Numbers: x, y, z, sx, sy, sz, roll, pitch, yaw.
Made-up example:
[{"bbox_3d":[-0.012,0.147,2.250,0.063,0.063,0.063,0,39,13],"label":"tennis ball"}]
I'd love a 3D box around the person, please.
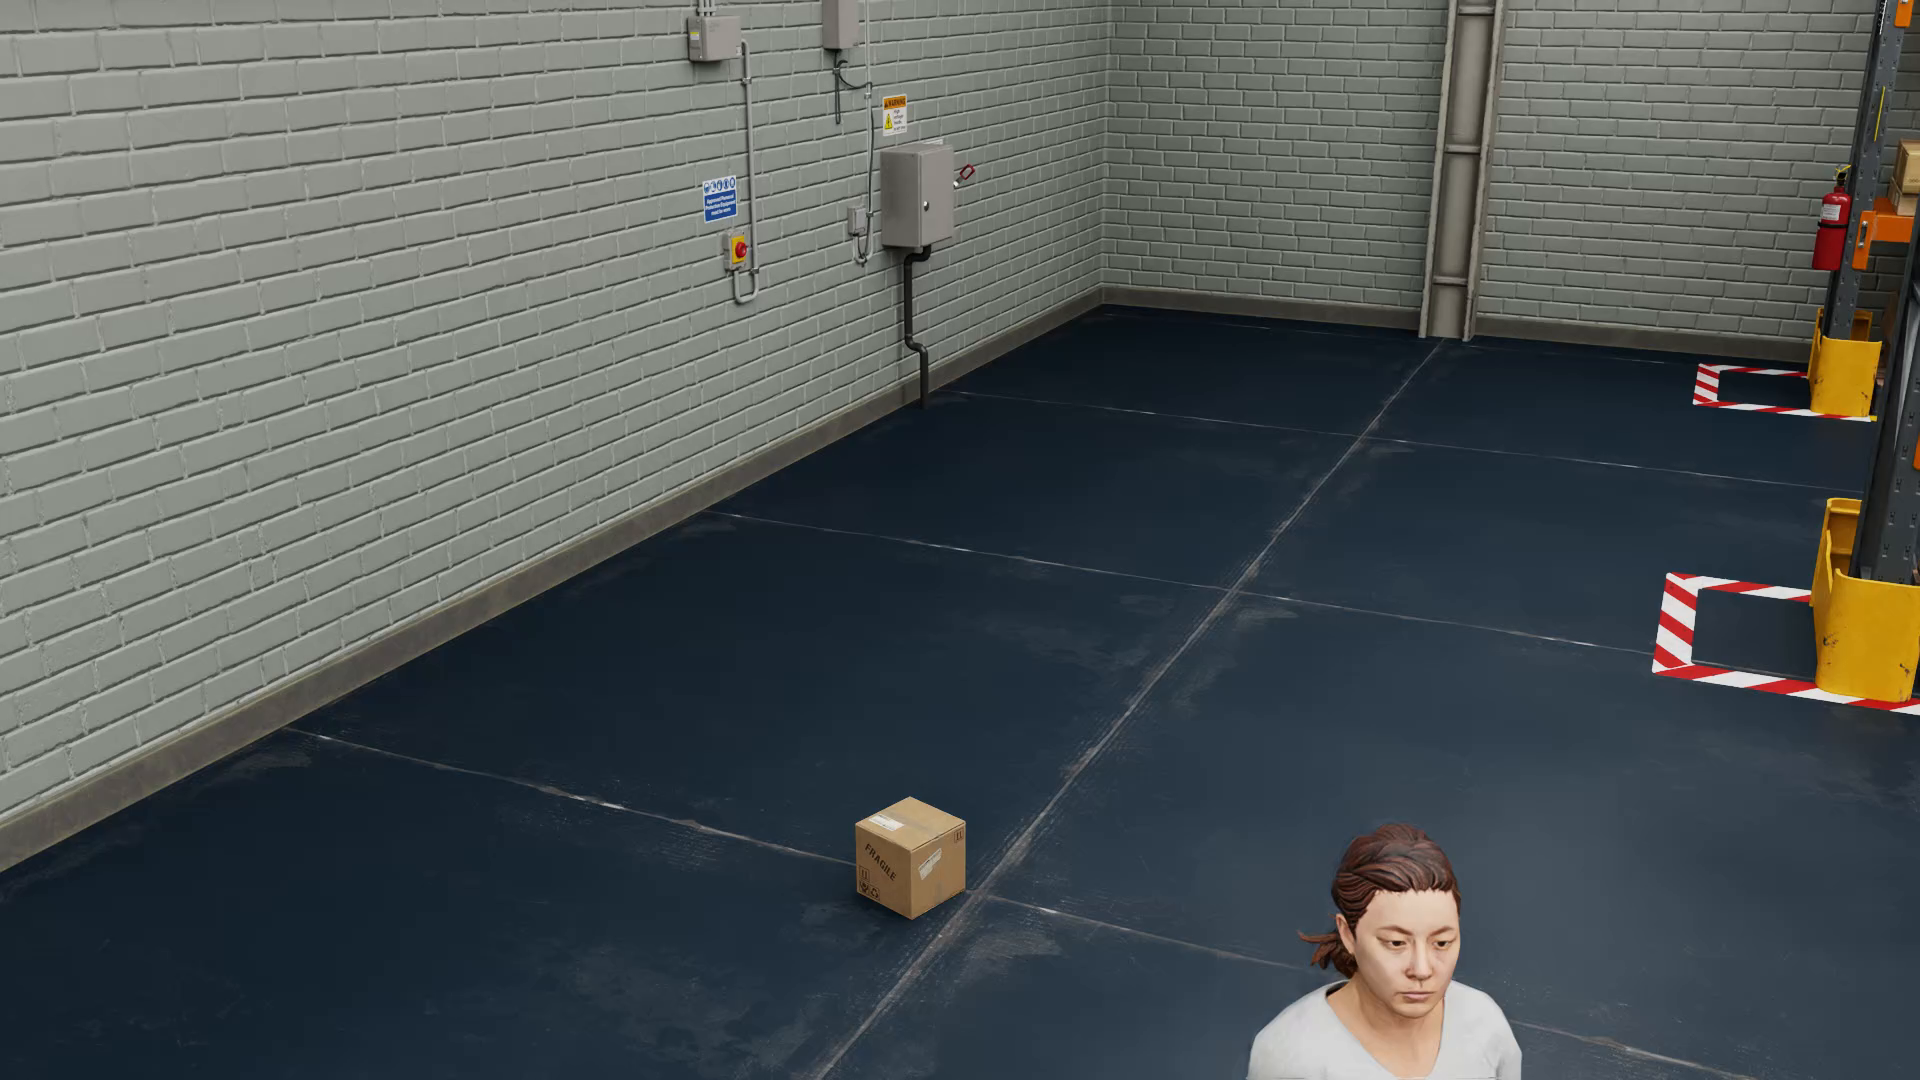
[{"bbox_3d":[0.635,1.202,2.581,0.442,1.634,0.846,-5,20,-13],"label":"person"}]
